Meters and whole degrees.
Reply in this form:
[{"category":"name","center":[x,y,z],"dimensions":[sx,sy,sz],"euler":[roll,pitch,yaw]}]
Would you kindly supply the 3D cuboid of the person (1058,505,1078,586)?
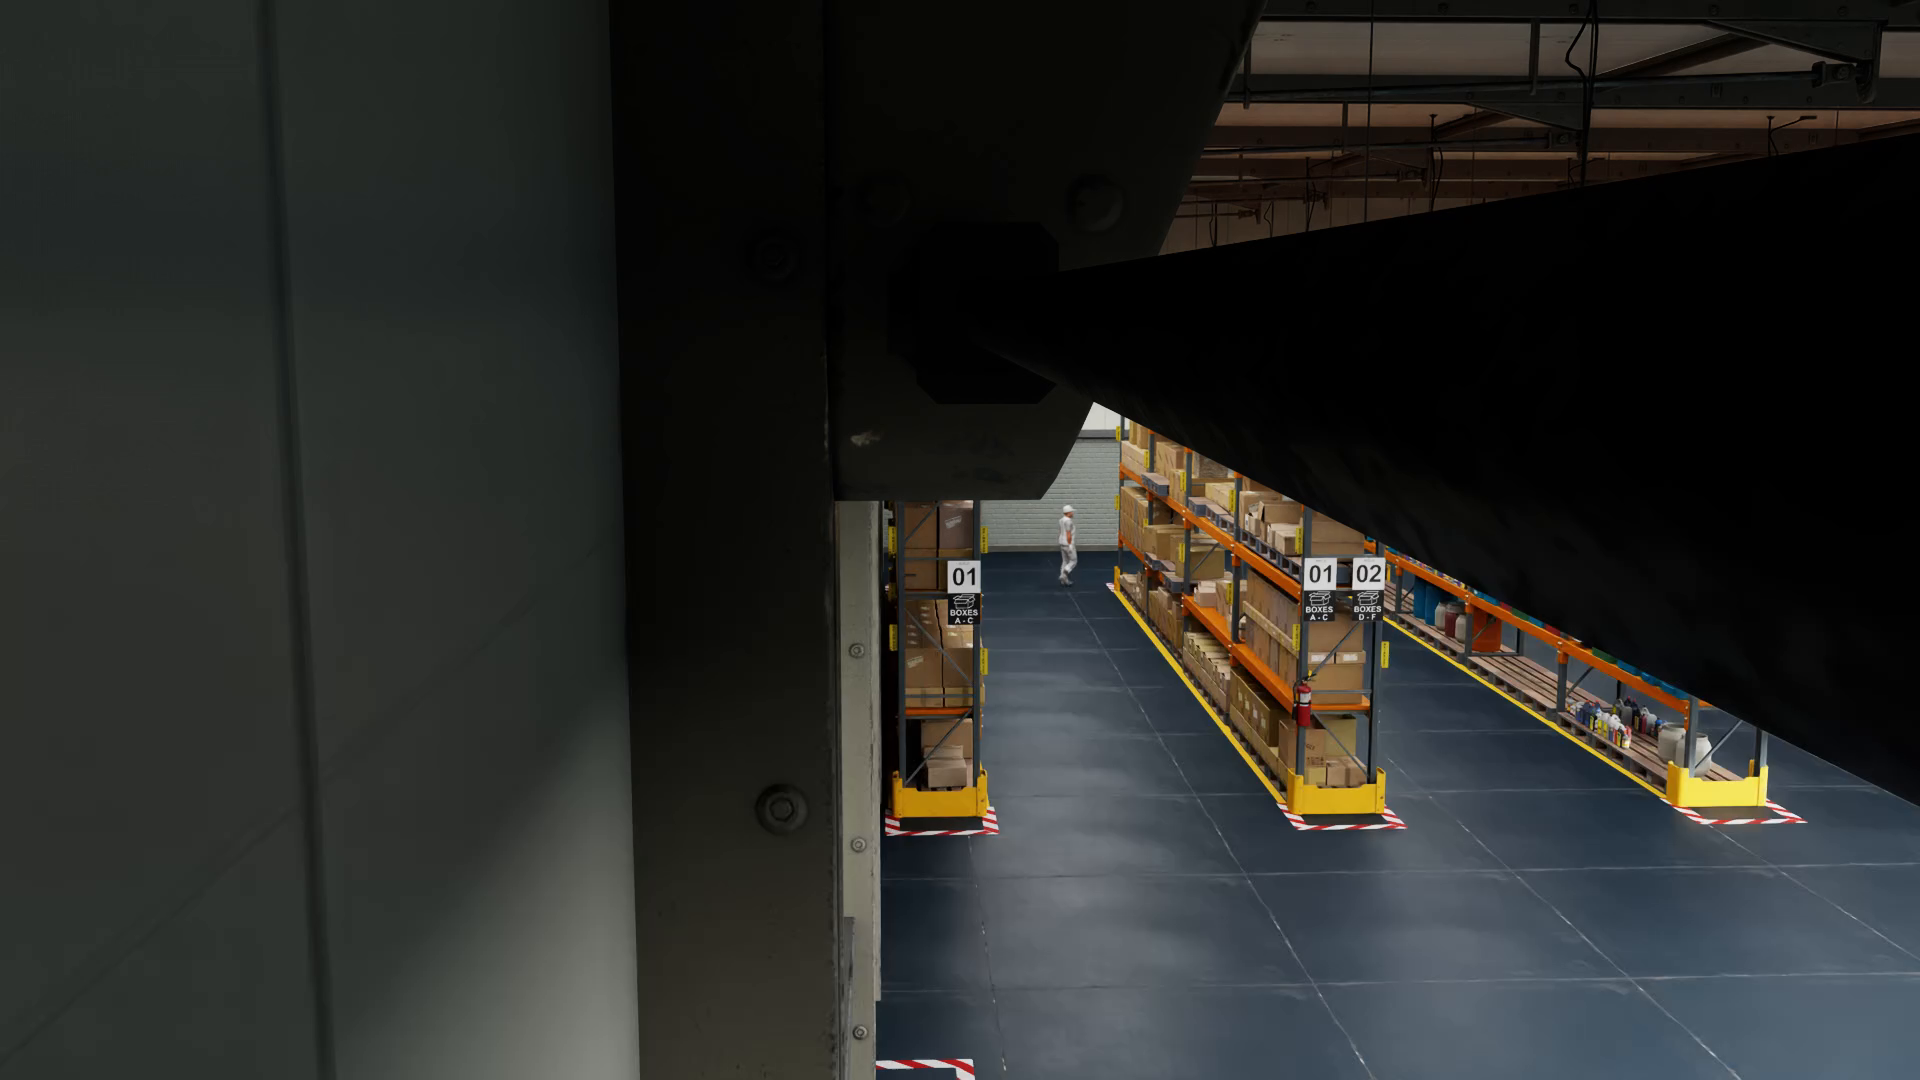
[{"category":"person","center":[2.368,0.122,37.028],"dimensions":[0.472,1.789,0.607],"euler":[-3,9,-17]}]
